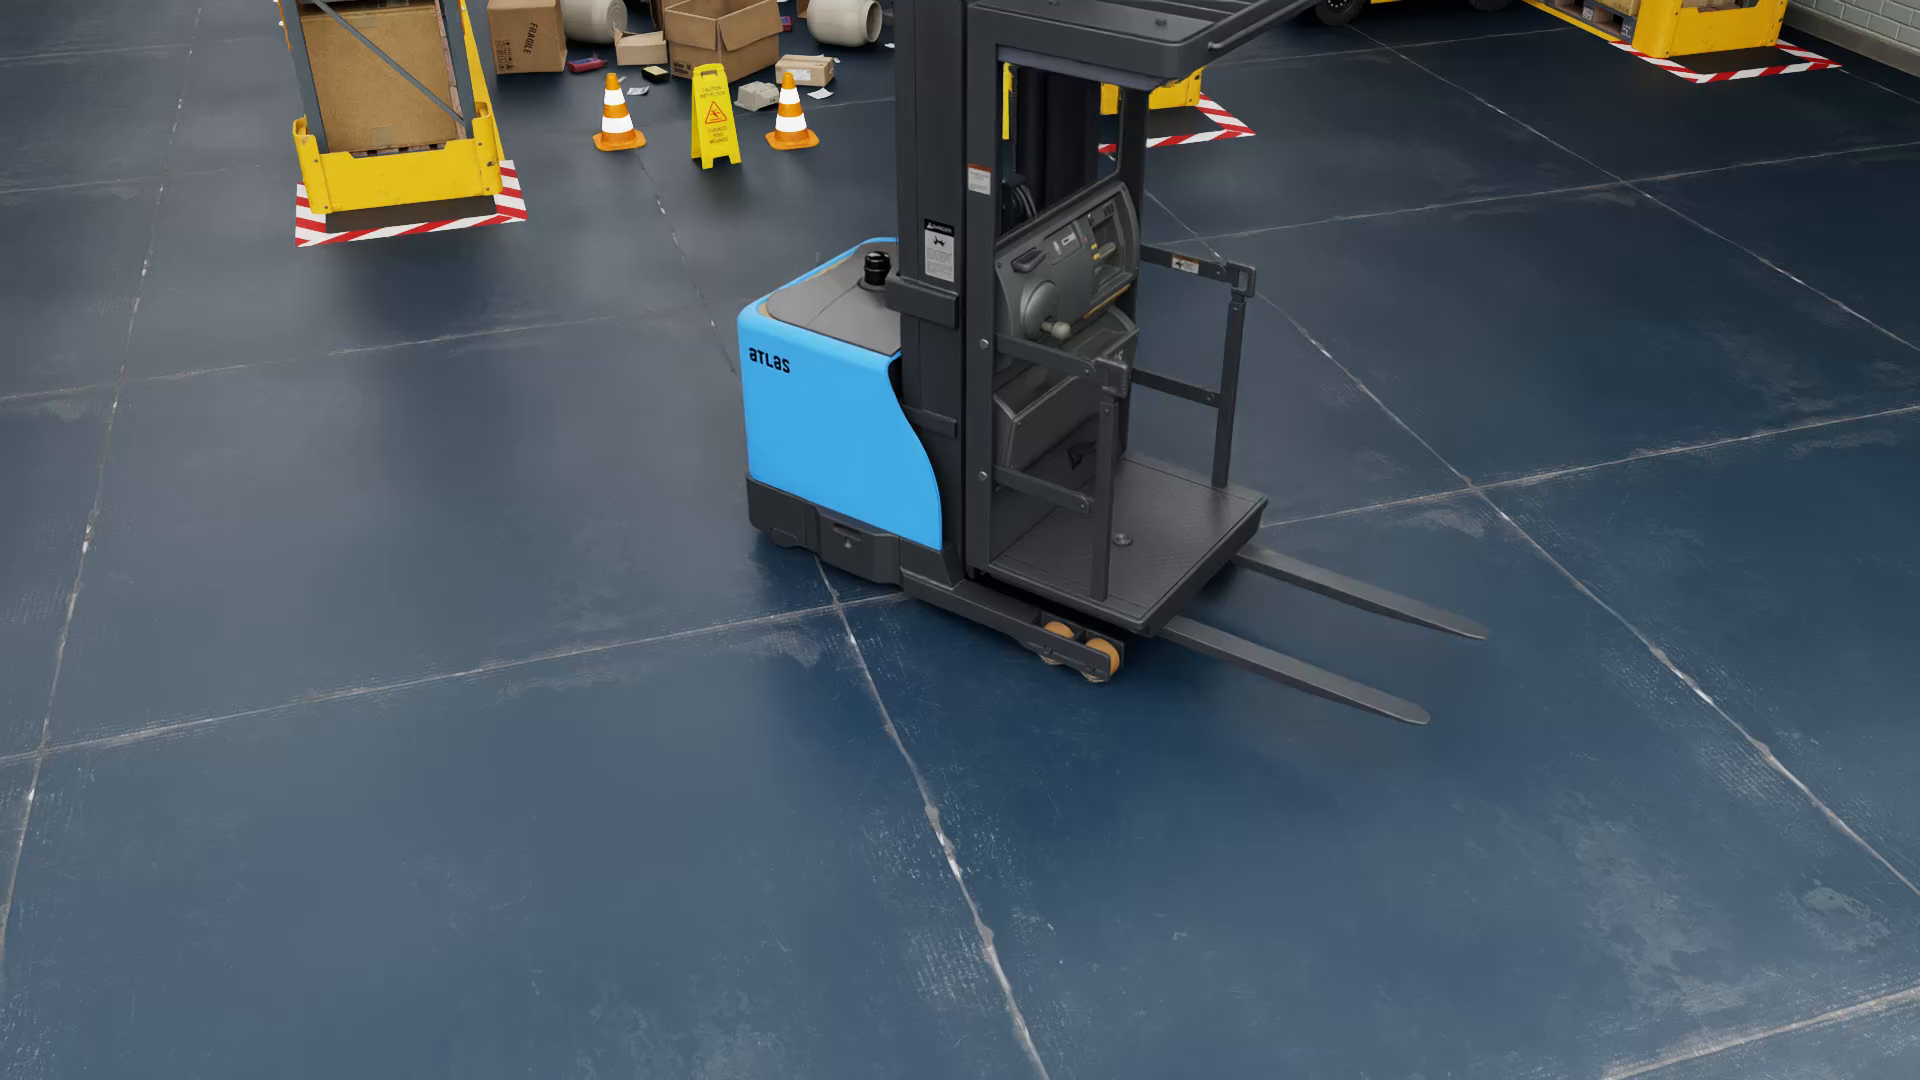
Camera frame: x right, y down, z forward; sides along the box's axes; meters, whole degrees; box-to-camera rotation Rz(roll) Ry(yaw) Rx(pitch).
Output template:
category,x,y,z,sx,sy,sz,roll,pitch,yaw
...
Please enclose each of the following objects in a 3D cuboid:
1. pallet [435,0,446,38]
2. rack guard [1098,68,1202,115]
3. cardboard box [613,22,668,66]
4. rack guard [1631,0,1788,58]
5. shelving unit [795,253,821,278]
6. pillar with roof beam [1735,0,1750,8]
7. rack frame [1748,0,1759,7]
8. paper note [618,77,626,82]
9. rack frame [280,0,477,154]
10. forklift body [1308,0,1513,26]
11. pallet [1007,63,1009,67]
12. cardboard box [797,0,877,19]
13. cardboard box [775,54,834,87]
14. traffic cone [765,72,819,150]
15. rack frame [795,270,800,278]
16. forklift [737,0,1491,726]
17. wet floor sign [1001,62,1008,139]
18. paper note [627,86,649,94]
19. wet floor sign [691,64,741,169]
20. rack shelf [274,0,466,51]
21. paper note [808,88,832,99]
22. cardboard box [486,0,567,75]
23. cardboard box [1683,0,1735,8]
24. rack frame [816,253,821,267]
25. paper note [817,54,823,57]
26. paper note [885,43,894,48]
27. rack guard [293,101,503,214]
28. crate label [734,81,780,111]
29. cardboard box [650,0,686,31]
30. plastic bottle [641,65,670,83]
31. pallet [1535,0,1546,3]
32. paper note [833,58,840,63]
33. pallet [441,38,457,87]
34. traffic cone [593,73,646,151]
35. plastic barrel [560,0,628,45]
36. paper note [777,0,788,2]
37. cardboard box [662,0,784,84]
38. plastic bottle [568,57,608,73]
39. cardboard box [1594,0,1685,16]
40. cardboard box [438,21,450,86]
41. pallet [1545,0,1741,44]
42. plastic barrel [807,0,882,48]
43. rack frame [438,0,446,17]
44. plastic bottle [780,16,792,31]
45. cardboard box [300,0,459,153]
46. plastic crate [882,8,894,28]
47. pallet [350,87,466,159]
category,x,y,z,sx,sy,sz,roll,pitch,yaw
pallet,-4.582,-3.987,13.091,1.003,0.211,1.213,-10,35,-15
rack guard,1.140,-3.345,11.858,1.175,0.500,0.348,-10,35,-15
cardboard box,-2.462,-3.829,12.804,0.396,0.266,0.258,-4,34,-6
rack guard,5.897,-4.129,13.045,1.175,0.500,0.348,-10,35,-15
shelving unit,-0.586,-0.861,7.735,0.258,0.900,0.210,13,36,19
pillar with roof beam,2.436,-7.480,10.408,9.100,9.000,0.400,-10,35,-15
rack frame,5.890,-5.184,12.375,1.000,3.000,0.127,-10,35,-15
paper note,-2.538,-3.454,12.468,0.032,0.001,0.123,7,34,10
rack frame,-3.520,-3.462,9.769,1.000,3.000,0.127,-10,35,-15
forklift body,3.574,-5.519,13.651,2.313,2.155,1.214,-10,35,-15
pallet,0.926,-3.657,12.592,1.003,0.211,1.213,-10,35,-15
cardboard box,-1.026,-4.615,13.778,0.500,0.500,0.500,13,36,18
cardboard box,-1.160,-3.506,12.421,0.380,0.149,0.250,7,34,10
traffic cone,-1.149,-2.933,11.269,0.336,0.463,0.334,-10,35,-15
rack frame,-0.626,-0.810,7.657,0.240,0.900,0.006,13,36,19
forklift,0.583,-1.009,6.119,3.031,2.935,1.130,21,39,28
wet floor sign,0.203,-3.086,11.334,0.267,0.644,0.232,1,33,2
paper note,-2.368,-3.310,12.232,0.144,0.017,0.142,1,33,2
wet floor sign,-1.625,-2.798,10.899,0.267,0.644,0.232,-16,37,-23
rack shelf,-4.130,-4.212,11.556,1.077,0.370,4.000,-10,35,-15
paper note,-1.020,-3.271,12.172,0.148,0.019,0.142,-23,40,-31
cardboard box,-3.289,-3.878,12.663,0.500,0.500,0.500,-4,34,-6
cardboard box,5.926,-4.503,13.457,0.500,0.250,0.500,-10,35,-15
rack frame,-0.546,-0.913,7.813,0.240,0.900,0.006,13,36,19
paper note,-1.137,-3.737,12.888,0.148,0.019,0.142,1,33,2
paper note,-0.500,-3.921,13.156,0.142,0.019,0.148,-23,40,-31
rack guard,-3.512,-2.407,10.439,1.175,0.500,0.348,-10,35,-15
crate label,-1.448,-3.199,11.967,0.298,0.136,0.250,27,42,34
cardboard box,-2.076,-4.349,13.252,0.797,0.637,0.503,-10,35,-15
plastic bottle,-2.306,-3.512,12.510,0.133,0.061,0.283,-23,40,-31
pallet,5.248,-5.055,14.708,1.003,0.211,1.213,-10,35,-15
paper note,-0.955,-3.710,12.856,0.032,0.001,0.123,-10,35,-15
pallet,-4.207,-3.345,12.120,1.003,0.211,1.213,-10,35,-15
traffic cone,-2.329,-2.921,11.251,0.336,0.463,0.334,-10,35,-15
plastic barrel,-2.933,-4.150,13.146,0.512,0.421,0.421,13,36,18
paper note,-1.520,-4.644,14.250,0.148,0.019,0.142,-10,35,-15
cardboard box,-1.783,-3.803,12.548,0.637,0.503,0.797,19,38,26
plastic bottle,-2.835,-3.630,12.689,0.283,0.061,0.133,-23,40,-31
cardboard box,5.445,-4.406,13.310,0.500,0.250,0.500,-10,35,-14
cardboard box,-4.060,-3.557,11.459,0.875,0.875,0.875,-11,35,-15
pallet,5.616,-4.415,13.741,1.003,0.211,1.213,-10,35,-15
plastic barrel,-0.908,-4.103,13.075,0.512,0.421,0.421,13,36,18
rack frame,-4.740,-5.562,12.947,1.000,3.000,0.127,-10,35,-15
plastic bottle,-1.449,-4.229,13.594,0.133,0.061,0.283,-4,34,-6
cardboard box,-3.789,-3.096,10.761,0.875,0.875,0.875,-10,35,-14
plastic crate,-0.359,-4.267,13.636,0.402,0.080,0.583,-23,40,-31
pallet,-3.838,-2.705,11.153,1.003,0.211,1.213,-10,35,-15
